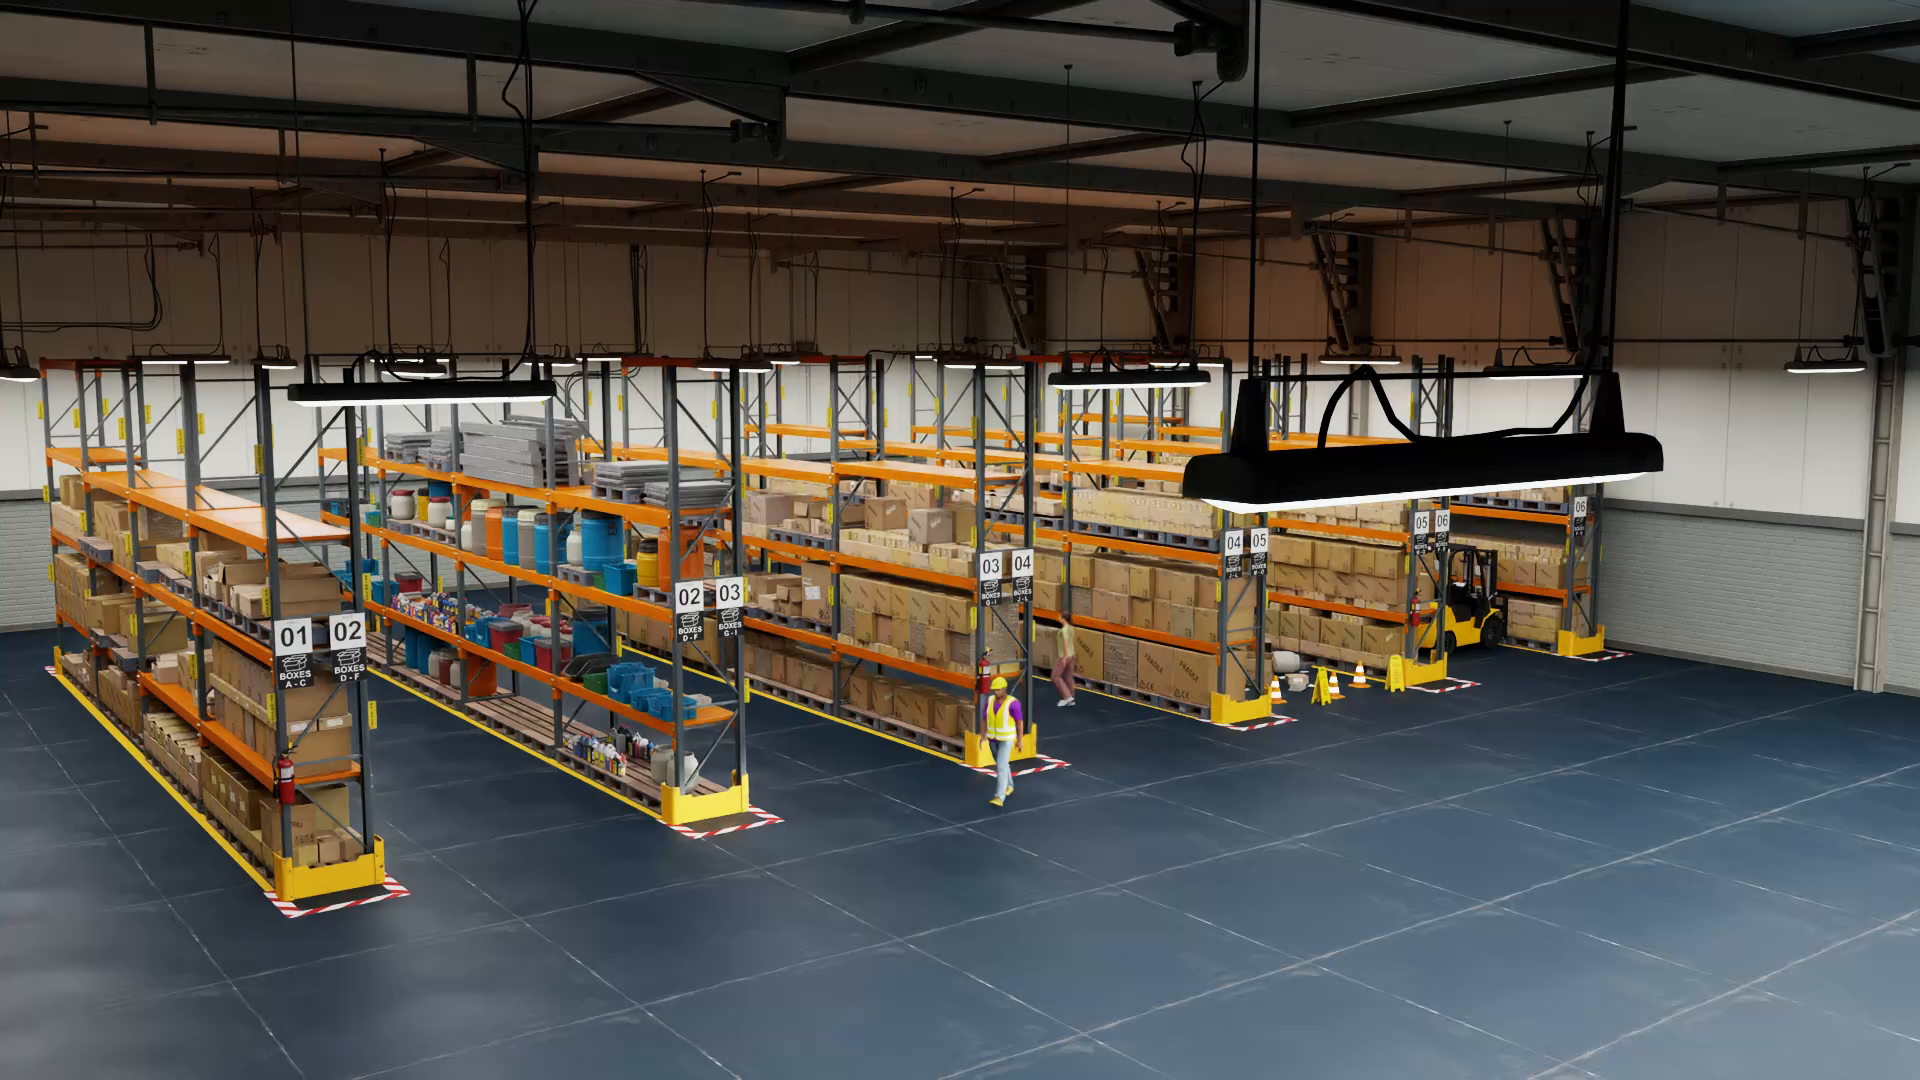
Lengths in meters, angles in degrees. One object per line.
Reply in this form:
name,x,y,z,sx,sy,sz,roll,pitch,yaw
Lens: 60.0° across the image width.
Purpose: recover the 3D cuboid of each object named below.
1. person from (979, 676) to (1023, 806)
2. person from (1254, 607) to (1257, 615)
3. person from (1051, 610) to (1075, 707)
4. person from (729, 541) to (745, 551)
person,0.528,2.737,22.819,0.568,1.741,0.911,5,9,37
person,6.607,1.095,36.462,0.668,1.760,0.651,4,8,30
person,1.831,2.056,28.870,0.399,1.662,0.491,3,7,24
person,-5.588,0.476,41.937,0.476,1.620,0.725,3,7,23
